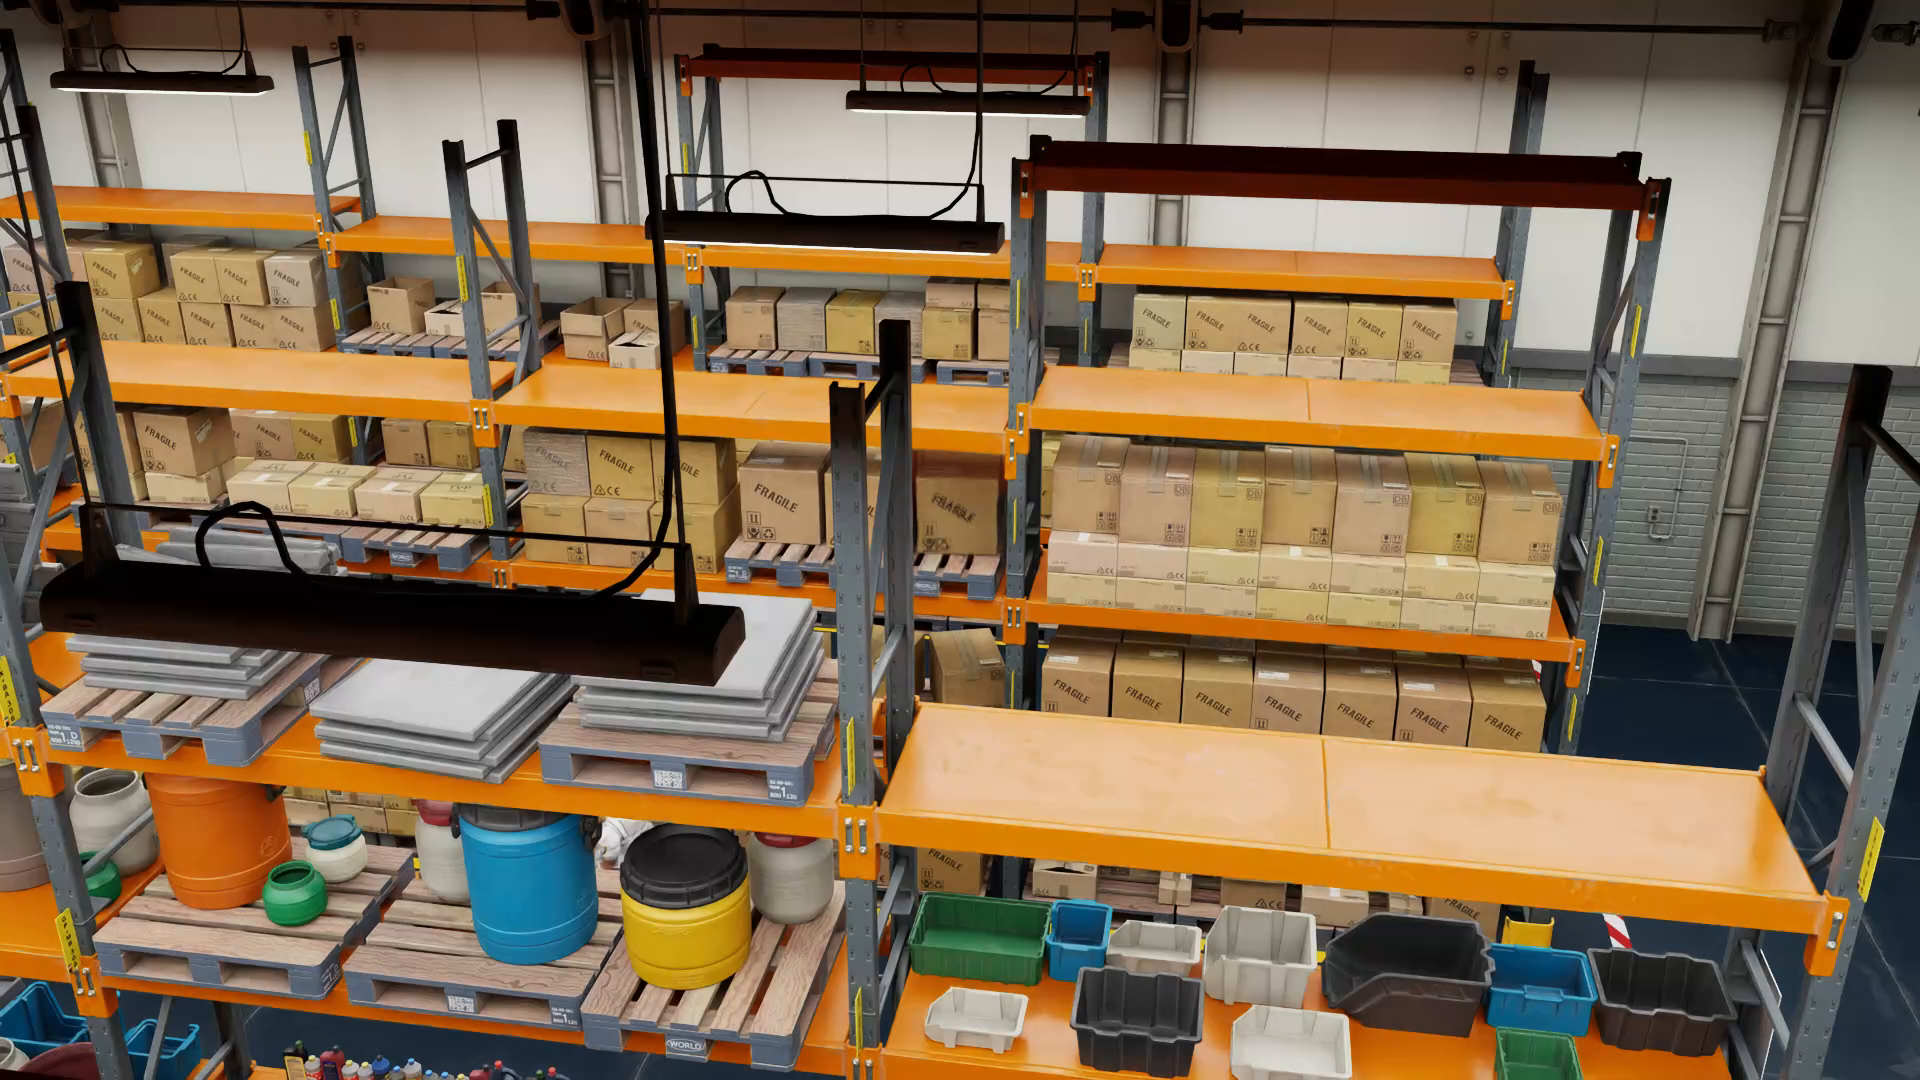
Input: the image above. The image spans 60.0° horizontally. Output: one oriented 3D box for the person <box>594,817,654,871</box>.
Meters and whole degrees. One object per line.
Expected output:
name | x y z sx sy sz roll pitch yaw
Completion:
person | -2.498 2.413 12.319 1.042 1.510 0.527 6 24 15
